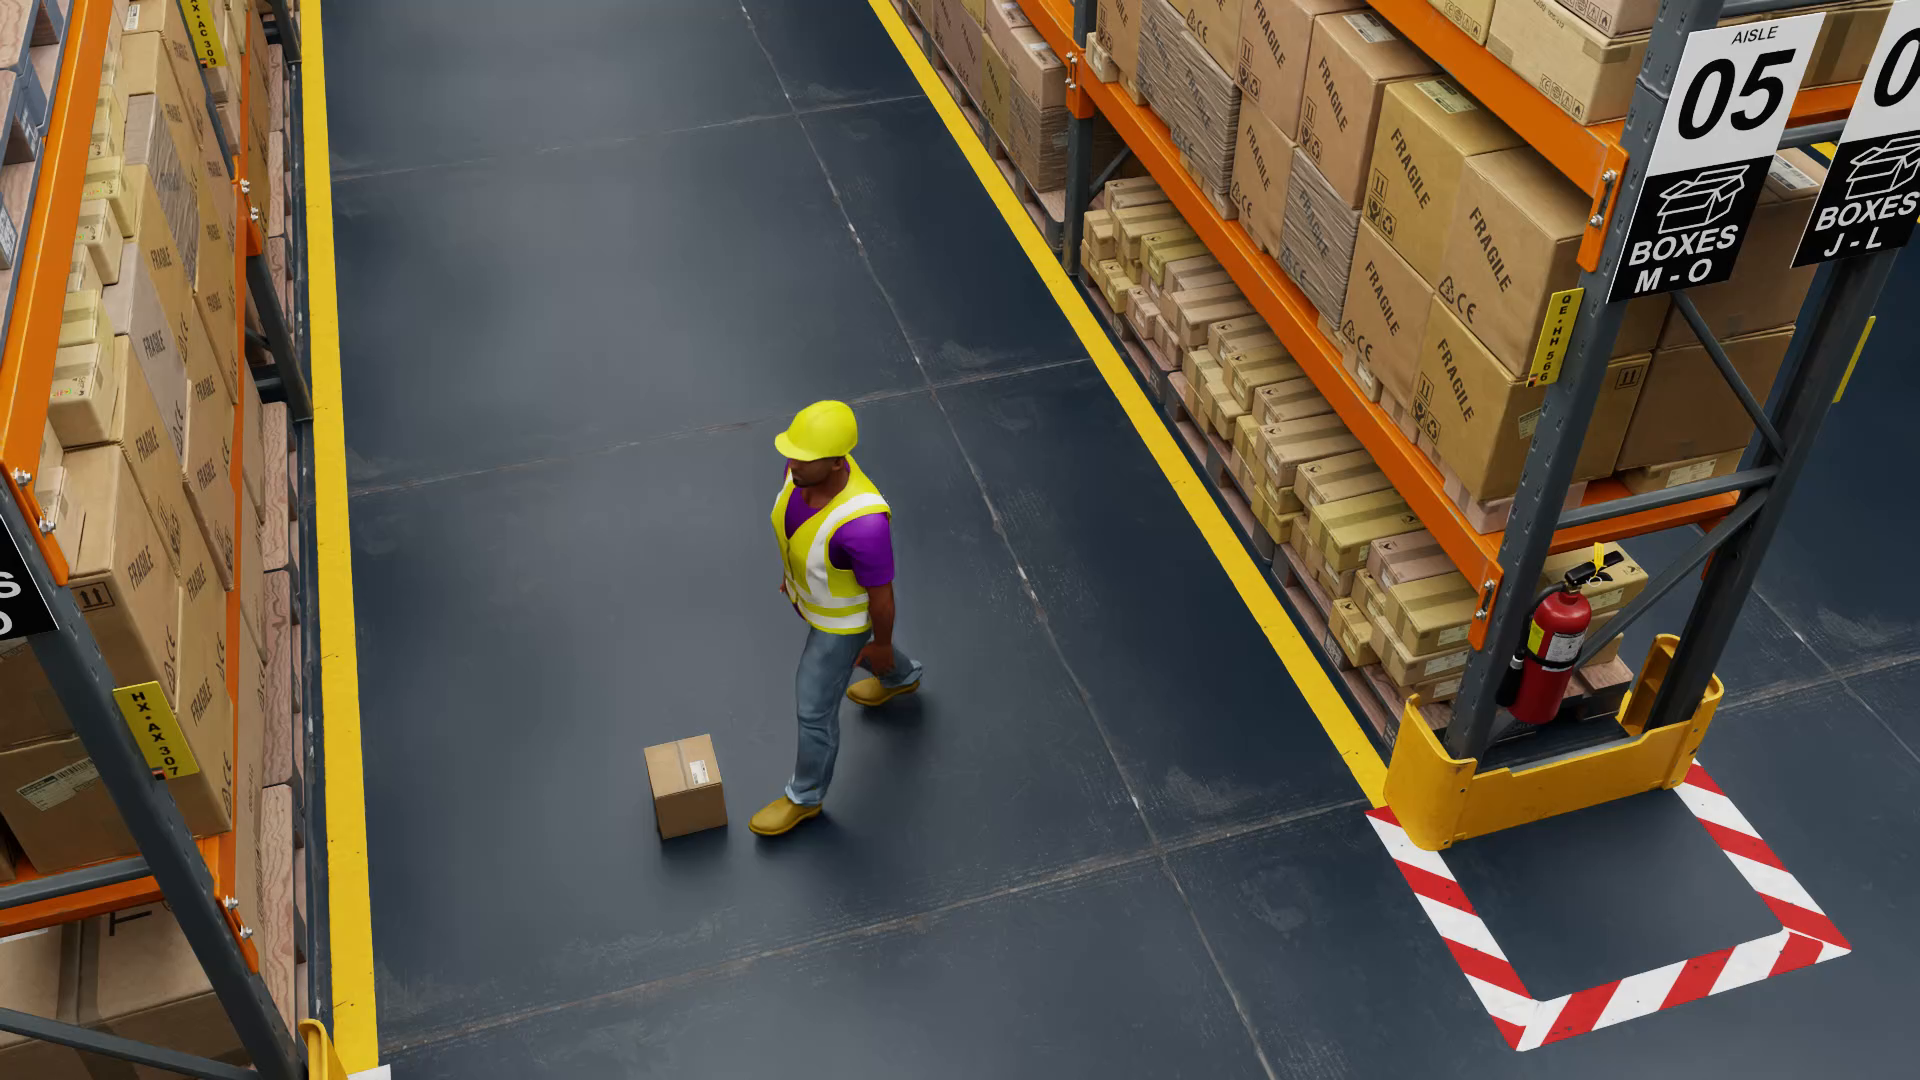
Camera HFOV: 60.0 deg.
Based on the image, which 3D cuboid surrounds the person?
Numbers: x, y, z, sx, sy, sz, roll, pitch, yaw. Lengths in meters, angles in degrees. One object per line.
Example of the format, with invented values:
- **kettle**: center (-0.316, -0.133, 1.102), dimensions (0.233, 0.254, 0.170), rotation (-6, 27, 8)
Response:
- **person**: center (-0.473, 0.216, 5.903), dimensions (0.912, 1.740, 0.603), rotation (-21, 46, -22)
